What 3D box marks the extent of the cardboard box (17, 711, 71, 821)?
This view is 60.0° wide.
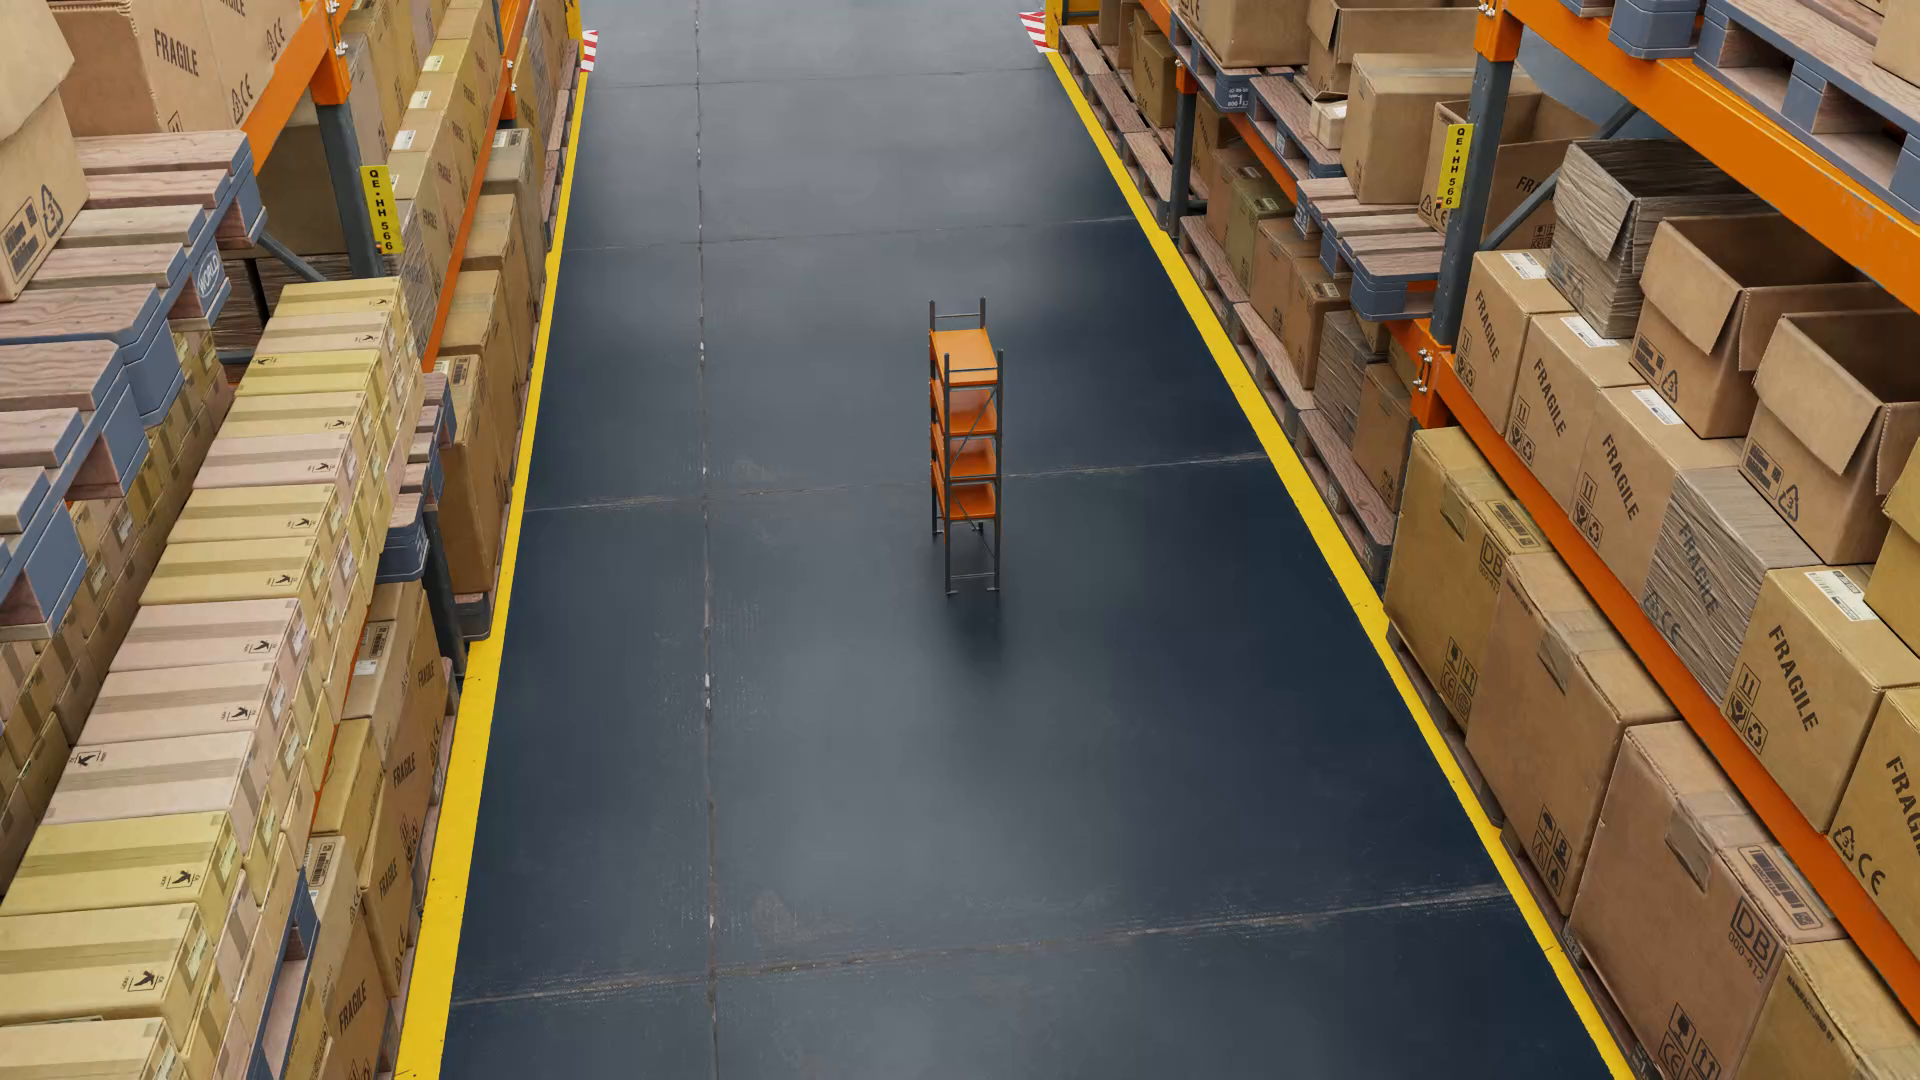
[{"bbox_3d":[-2.451,0.567,4.104,0.380,0.149,0.250,-3,34,-4],"label":"cardboard box"}]

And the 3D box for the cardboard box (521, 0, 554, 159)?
[{"bbox_3d":[-3.239,-3.048,11.073,0.875,0.875,0.875,-4,34,-6],"label":"cardboard box"}]

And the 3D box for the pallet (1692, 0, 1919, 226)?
[{"bbox_3d":[2.660,-1.163,4.298,1.003,0.211,1.213,-3,34,-4],"label":"pallet"}]

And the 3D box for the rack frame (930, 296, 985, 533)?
[{"bbox_3d":[-0.011,-0.540,7.476,0.240,1.200,0.015,-4,35,-6],"label":"rack frame"}]

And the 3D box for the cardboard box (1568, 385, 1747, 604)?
[{"bbox_3d":[2.308,-0.157,5.228,0.500,0.500,0.500,-5,35,-7],"label":"cardboard box"}]

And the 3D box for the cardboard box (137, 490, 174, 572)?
[{"bbox_3d":[-2.590,-0.016,4.960,0.380,0.149,0.250,-3,34,-4],"label":"cardboard box"}]

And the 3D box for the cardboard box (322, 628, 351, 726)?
[{"bbox_3d":[-1.832,0.377,4.384,0.380,0.149,0.250,-6,35,-9],"label":"cardboard box"}]

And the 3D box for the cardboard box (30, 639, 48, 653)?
[{"bbox_3d":[-2.482,0.168,4.162,0.380,0.149,0.250,-5,35,-7],"label":"cardboard box"}]

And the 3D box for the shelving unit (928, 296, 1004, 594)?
[{"bbox_3d":[0.022,-0.403,7.277,0.258,1.200,0.503,-4,35,-6],"label":"shelving unit"}]

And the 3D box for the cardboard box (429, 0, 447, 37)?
[{"bbox_3d":[-2.955,-2.785,8.196,0.700,0.500,0.500,-5,35,-7],"label":"cardboard box"}]

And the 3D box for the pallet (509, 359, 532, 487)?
[{"bbox_3d":[-2.753,-0.634,8.494,1.003,0.211,1.213,-4,35,-6],"label":"pallet"}]

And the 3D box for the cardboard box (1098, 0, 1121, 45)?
[{"bbox_3d":[1.359,-4.236,13.149,0.500,0.500,0.500,2,34,2],"label":"cardboard box"}]

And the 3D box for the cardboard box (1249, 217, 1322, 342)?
[{"bbox_3d":[2.012,-1.438,9.026,0.700,0.500,0.500,-7,35,-10],"label":"cardboard box"}]

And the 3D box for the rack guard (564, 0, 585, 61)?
[{"bbox_3d":[-3.640,-4.107,13.332,1.175,0.500,0.348,-4,35,-6],"label":"rack guard"}]

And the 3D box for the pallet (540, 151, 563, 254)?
[{"bbox_3d":[-3.123,-2.172,10.750,1.003,0.211,1.213,-4,35,-6],"label":"pallet"}]

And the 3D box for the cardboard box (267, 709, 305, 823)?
[{"bbox_3d":[-1.766,0.539,3.881,0.380,0.149,0.250,-3,34,-4],"label":"cardboard box"}]

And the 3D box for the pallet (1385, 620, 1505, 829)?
[{"bbox_3d":[2.399,0.617,6.657,1.003,0.211,1.213,-4,35,-6],"label":"pallet"}]

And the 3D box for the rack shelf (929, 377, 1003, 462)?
[{"bbox_3d":[0.022,-0.533,7.188,0.258,0.148,0.480,-4,35,-6],"label":"rack shelf"}]

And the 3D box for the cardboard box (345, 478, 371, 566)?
[{"bbox_3d":[-1.903,-0.039,4.730,0.380,0.149,0.250,-5,35,-7],"label":"cardboard box"}]

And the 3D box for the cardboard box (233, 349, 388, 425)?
[{"bbox_3d":[-1.974,-0.452,5.072,0.380,0.149,0.250,-3,34,-5],"label":"cardboard box"}]

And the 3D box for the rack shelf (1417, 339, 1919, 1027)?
[{"bbox_3d":[2.637,0.432,5.091,1.077,0.370,4.000,-4,35,-6],"label":"rack shelf"}]

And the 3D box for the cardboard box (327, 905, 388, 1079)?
[{"bbox_3d":[-2.016,1.411,4.863,0.500,0.500,0.500,-4,34,-6],"label":"cardboard box"}]

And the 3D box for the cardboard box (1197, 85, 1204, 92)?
[{"bbox_3d":[1.731,-2.899,11.187,0.500,0.500,0.500,6,35,9],"label":"cardboard box"}]

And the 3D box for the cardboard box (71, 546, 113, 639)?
[{"bbox_3d":[-2.520,0.149,4.454,0.380,0.149,0.250,-5,35,-7],"label":"cardboard box"}]

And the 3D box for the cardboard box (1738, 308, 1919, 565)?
[{"bbox_3d":[2.632,-0.290,4.532,0.797,0.503,0.637,-3,34,-5],"label":"cardboard box"}]

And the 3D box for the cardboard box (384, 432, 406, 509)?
[{"bbox_3d":[-1.972,-0.209,5.243,0.380,0.149,0.250,-4,34,-6],"label":"cardboard box"}]

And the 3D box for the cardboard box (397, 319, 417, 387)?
[{"bbox_3d":[-2.043,-0.613,5.572,0.380,0.149,0.250,-4,34,-5],"label":"cardboard box"}]

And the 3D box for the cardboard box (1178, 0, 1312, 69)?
[{"bbox_3d":[1.798,-3.181,8.848,1.000,1.000,1.000,-4,34,-6],"label":"cardboard box"}]

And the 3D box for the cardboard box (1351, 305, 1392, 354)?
[{"bbox_3d":[2.167,-1.107,7.873,0.500,0.250,0.500,-1,34,-1],"label":"cardboard box"}]

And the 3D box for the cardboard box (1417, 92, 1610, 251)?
[{"bbox_3d":[2.256,-1.494,6.817,0.500,0.500,0.500,-9,35,-12],"label":"cardboard box"}]

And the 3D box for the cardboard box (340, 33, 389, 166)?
[{"bbox_3d":[-2.681,-1.650,6.530,0.700,0.500,0.500,-5,35,-7],"label":"cardboard box"}]

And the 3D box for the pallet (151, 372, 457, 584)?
[{"bbox_3d":[-2.359,-0.193,5.540,1.213,0.211,1.003,-4,35,-6],"label":"pallet"}]

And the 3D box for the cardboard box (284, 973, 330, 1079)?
[{"bbox_3d":[-1.934,1.391,4.227,0.500,0.250,0.500,-3,34,-5],"label":"cardboard box"}]

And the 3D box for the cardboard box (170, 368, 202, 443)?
[{"bbox_3d":[-2.656,-0.418,5.286,0.380,0.149,0.250,-3,34,-4],"label":"cardboard box"}]

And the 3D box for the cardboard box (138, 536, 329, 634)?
[{"bbox_3d":[-1.835,0.128,4.220,0.380,0.149,0.250,-3,34,-5],"label":"cardboard box"}]

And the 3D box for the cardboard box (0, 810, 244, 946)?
[{"bbox_3d":[-1.695,0.702,3.379,0.380,0.149,0.250,-4,34,-6],"label":"cardboard box"}]

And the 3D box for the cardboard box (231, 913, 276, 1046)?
[{"bbox_3d":[-1.693,0.952,3.540,0.380,0.149,0.250,-4,34,-6],"label":"cardboard box"}]

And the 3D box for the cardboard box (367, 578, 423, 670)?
[{"bbox_3d":[-2.209,0.250,5.901,0.500,0.250,0.500,-5,35,-8],"label":"cardboard box"}]

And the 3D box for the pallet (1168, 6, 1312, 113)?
[{"bbox_3d":[1.788,-2.696,9.213,1.003,0.211,1.213,-4,35,-6],"label":"pallet"}]

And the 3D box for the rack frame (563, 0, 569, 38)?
[{"bbox_3d":[-3.637,-5.126,12.608,1.000,3.000,0.127,-4,35,-6],"label":"rack frame"}]

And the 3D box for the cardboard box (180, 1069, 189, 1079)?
[{"bbox_3d":[-1.620,1.123,3.025,0.380,0.149,0.250,-4,34,-6],"label":"cardboard box"}]

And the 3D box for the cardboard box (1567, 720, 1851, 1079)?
[{"bbox_3d":[2.679,1.101,4.984,1.225,0.875,0.875,-6,35,-8],"label":"cardboard box"}]

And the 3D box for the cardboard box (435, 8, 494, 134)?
[{"bbox_3d":[-2.696,-2.382,8.493,0.500,0.500,0.500,-5,35,-7],"label":"cardboard box"}]

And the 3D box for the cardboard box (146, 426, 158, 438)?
[{"bbox_3d":[-2.623,-0.418,5.021,0.380,0.149,0.250,-5,35,-7],"label":"cardboard box"}]

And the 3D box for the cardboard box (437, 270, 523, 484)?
[{"bbox_3d":[-2.674,-0.740,7.797,1.050,0.750,0.750,-4,34,-6],"label":"cardboard box"}]

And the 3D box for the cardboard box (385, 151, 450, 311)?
[{"bbox_3d":[-2.425,-1.258,6.843,0.500,0.500,0.500,-5,35,-7],"label":"cardboard box"}]

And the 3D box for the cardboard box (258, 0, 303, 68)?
[{"bbox_3d":[-2.232,-1.643,4.745,0.500,0.500,0.500,-4,35,-6],"label":"cardboard box"}]

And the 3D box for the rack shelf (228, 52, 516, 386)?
[{"bbox_3d":[-2.830,-1.481,7.898,1.077,0.370,4.000,-4,35,-6],"label":"rack shelf"}]

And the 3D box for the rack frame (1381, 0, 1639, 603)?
[{"bbox_3d":[2.368,-0.981,6.526,1.000,3.000,0.127,-4,35,-6],"label":"rack frame"}]
